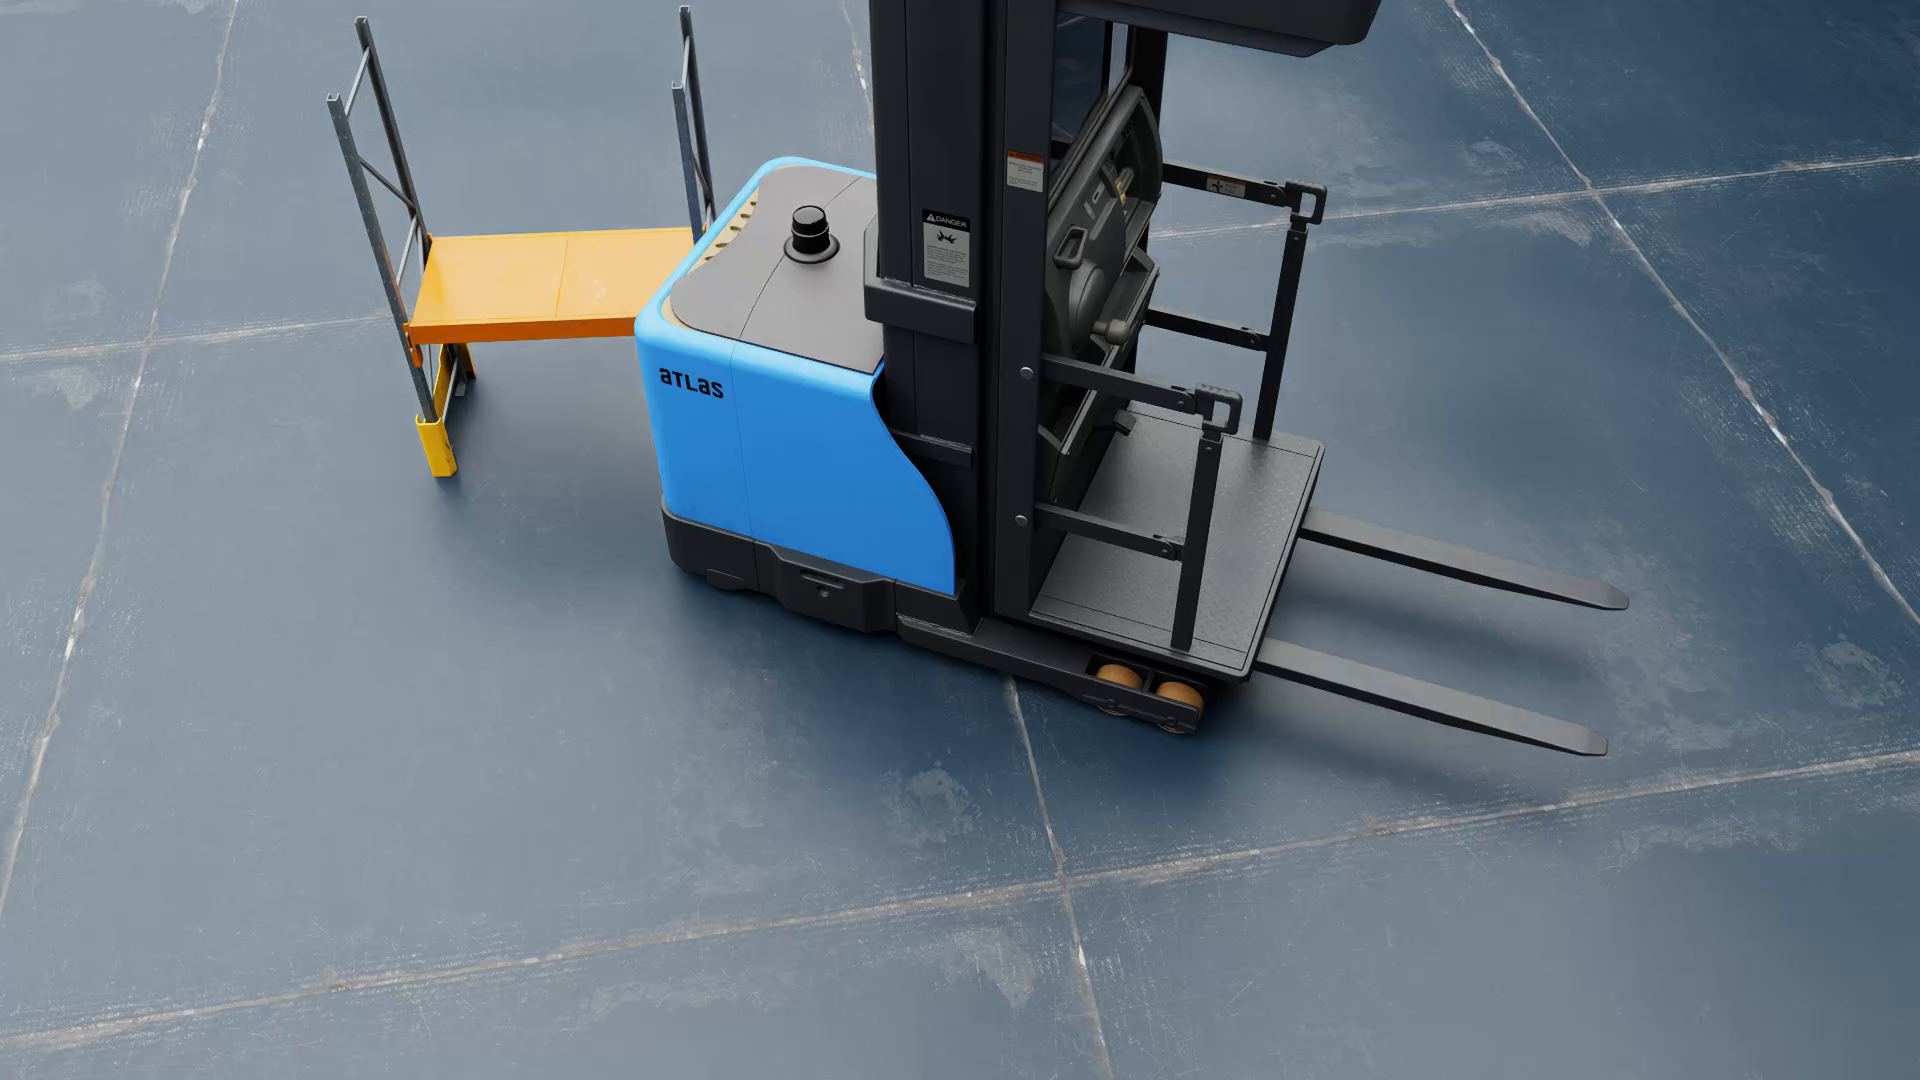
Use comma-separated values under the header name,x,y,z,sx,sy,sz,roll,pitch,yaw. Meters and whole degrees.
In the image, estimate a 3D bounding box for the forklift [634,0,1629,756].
name,x,y,z,sx,sy,sz,roll,pitch,yaw
forklift,0.588,-0.853,4.537,3.031,2.935,1.130,16,48,14

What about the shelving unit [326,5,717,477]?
name,x,y,z,sx,sy,sz,roll,pitch,yaw
shelving unit,-1.379,-0.983,5.656,1.083,1.500,0.587,-3,46,-3

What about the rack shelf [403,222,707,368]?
name,x,y,z,sx,sy,sz,roll,pitch,yaw
rack shelf,-1.370,-0.859,5.786,1.000,0.185,0.538,-3,46,-3

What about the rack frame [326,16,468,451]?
name,x,y,z,sx,sy,sz,roll,pitch,yaw
rack frame,-1.877,-0.959,5.632,0.032,1.500,0.500,-3,46,-3

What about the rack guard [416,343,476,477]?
name,x,y,z,sx,sy,sz,roll,pitch,yaw
rack guard,-1.876,-0.525,6.082,0.087,0.250,0.587,-3,46,-3

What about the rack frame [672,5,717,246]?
name,x,y,z,sx,sy,sz,roll,pitch,yaw
rack frame,-0.863,-1.008,5.680,0.032,1.500,0.500,-3,46,-3
